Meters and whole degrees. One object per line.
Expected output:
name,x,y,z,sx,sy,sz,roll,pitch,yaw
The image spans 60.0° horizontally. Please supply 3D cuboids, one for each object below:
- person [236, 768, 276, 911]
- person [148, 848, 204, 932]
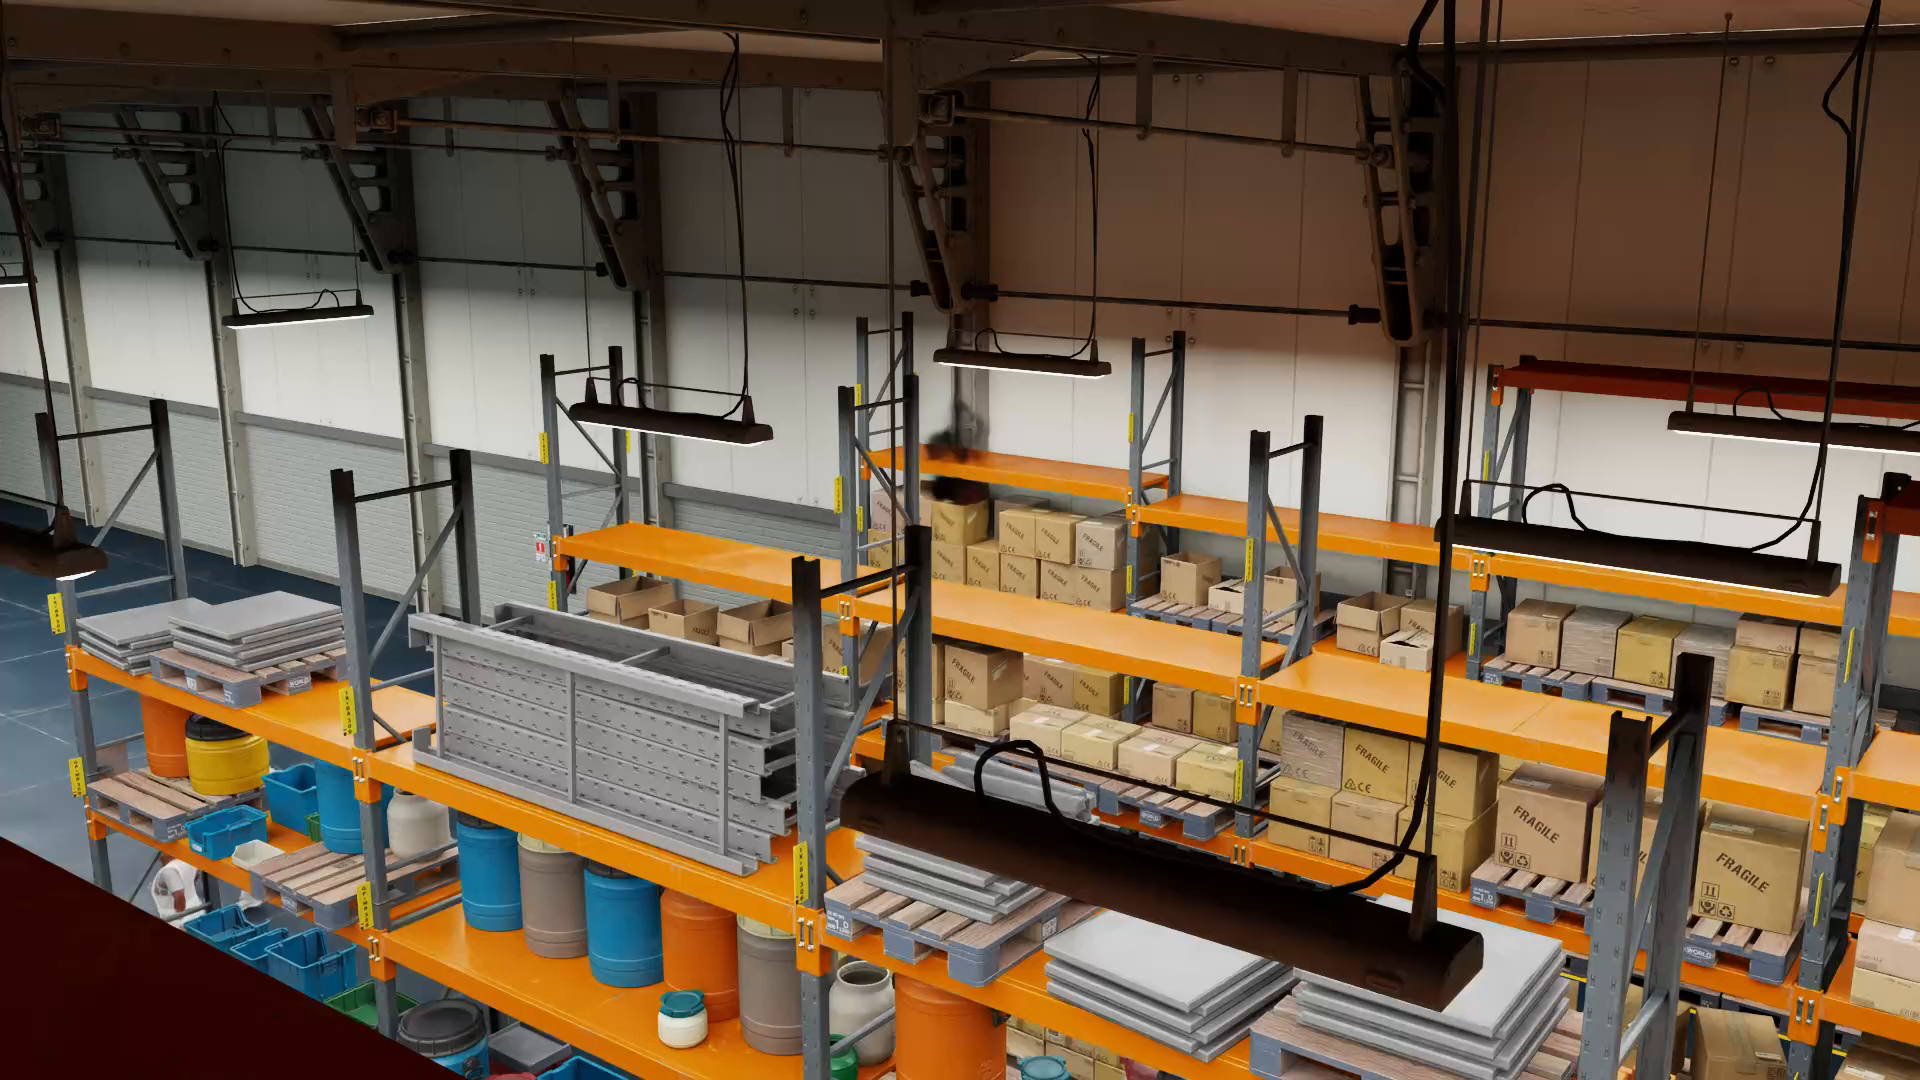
person,-7.455,3.123,17.884,0.972,1.792,0.693,-5,14,-22
person,-7.376,3.607,15.760,0.968,1.789,0.711,1,13,4
